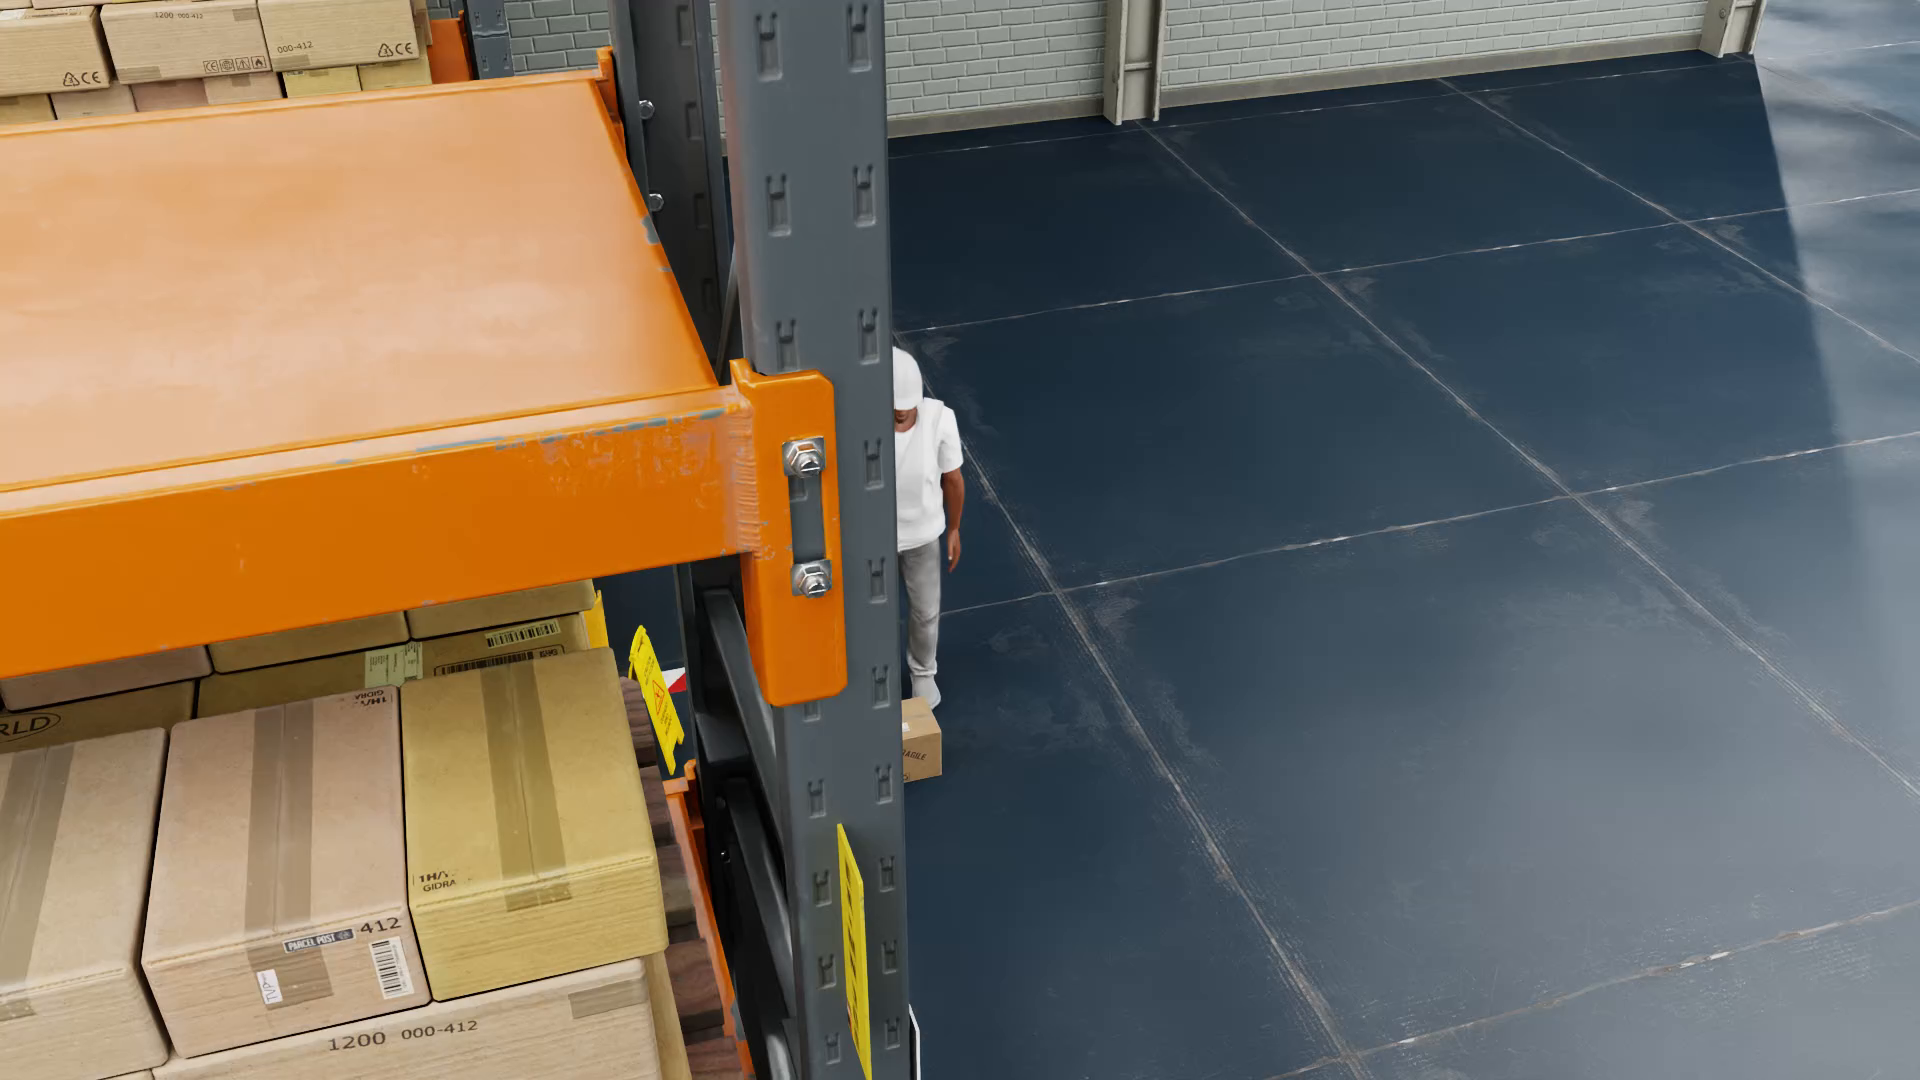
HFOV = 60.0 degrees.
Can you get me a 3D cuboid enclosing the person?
[{"bbox_3d":[-0.263,-0.036,7.181,0.568,1.761,0.368,-3,34,-4],"label":"person"}]
